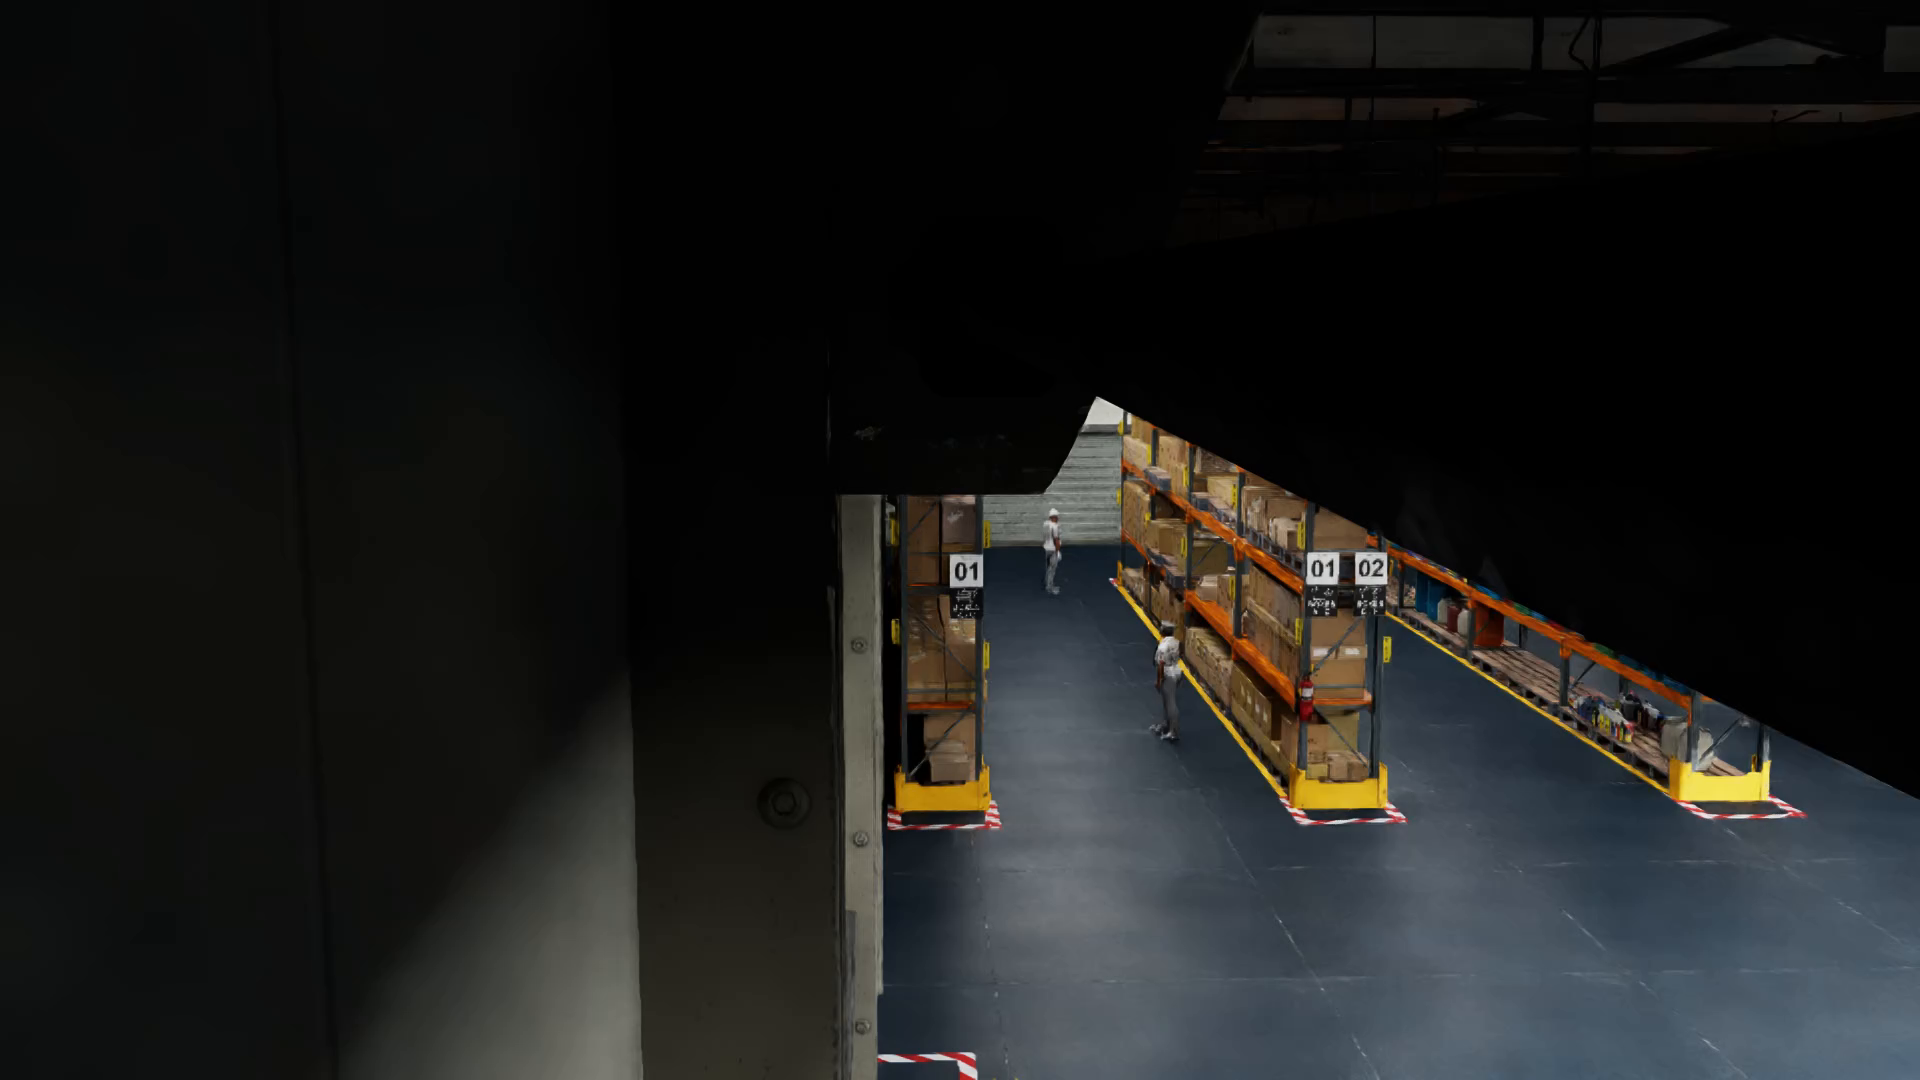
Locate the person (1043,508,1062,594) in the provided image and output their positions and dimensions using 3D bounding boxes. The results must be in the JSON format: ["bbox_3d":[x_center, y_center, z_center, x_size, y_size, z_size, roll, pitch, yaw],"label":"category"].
[{"bbox_3d":[1.984,0.221,35.381,0.383,1.787,0.637,-3,9,-17],"label":"person"}]

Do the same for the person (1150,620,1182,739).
[{"bbox_3d":[2.963,1.983,23.899,0.549,1.665,0.574,5,10,30],"label":"person"}]

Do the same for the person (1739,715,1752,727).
[{"bbox_3d":[11.834,1.931,24.147,0.682,1.713,0.844,-3,9,-19],"label":"person"}]
